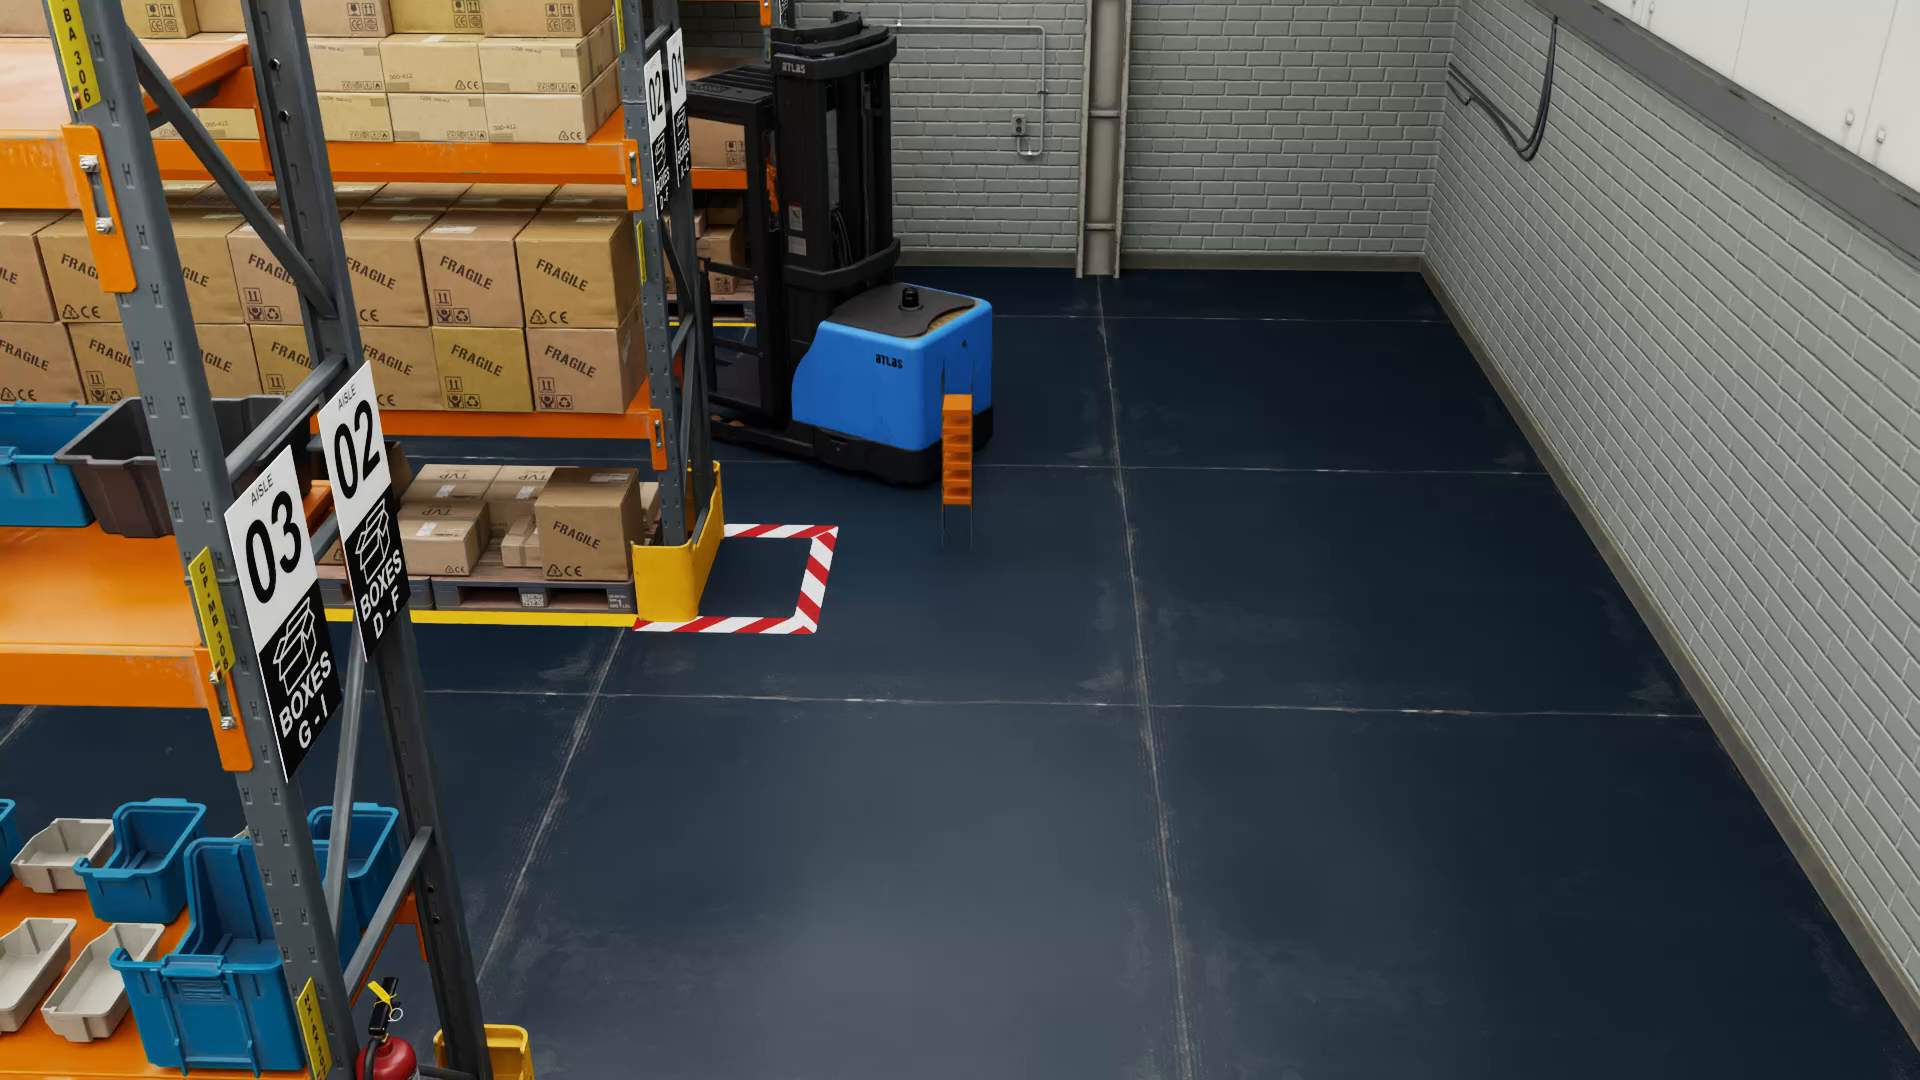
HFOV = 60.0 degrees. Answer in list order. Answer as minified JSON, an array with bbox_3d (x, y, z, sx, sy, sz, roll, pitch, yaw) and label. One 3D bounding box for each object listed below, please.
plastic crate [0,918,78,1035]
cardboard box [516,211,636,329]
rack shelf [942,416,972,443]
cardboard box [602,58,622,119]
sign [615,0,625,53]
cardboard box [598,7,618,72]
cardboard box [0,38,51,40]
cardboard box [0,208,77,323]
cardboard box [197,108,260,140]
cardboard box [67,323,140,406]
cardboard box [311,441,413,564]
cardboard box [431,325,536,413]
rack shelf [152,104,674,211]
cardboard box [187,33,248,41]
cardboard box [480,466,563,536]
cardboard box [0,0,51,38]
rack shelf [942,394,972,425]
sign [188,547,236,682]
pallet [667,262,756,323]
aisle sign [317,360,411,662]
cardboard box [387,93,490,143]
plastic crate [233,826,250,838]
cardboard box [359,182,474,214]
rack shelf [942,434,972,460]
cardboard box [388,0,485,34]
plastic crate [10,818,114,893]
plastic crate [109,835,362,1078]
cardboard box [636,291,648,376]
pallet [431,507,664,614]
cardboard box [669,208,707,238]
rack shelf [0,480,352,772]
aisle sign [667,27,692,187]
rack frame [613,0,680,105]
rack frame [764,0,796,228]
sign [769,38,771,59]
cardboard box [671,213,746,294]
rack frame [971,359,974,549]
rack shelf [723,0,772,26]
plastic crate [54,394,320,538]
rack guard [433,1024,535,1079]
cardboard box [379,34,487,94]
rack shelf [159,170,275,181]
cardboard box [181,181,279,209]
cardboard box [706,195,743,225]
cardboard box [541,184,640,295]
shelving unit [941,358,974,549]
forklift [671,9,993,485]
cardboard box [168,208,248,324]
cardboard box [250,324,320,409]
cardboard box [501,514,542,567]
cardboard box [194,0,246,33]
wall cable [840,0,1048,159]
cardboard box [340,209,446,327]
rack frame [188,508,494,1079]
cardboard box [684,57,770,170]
[{"bbox_3d":[-2.922,1.353,5.138,0.243,0.136,0.396,1,28,2],"label":"plastic crate"},{"bbox_3d":[-2.088,-1.480,9.090,0.500,0.500,0.500,1,28,1],"label":"cardboard box"},{"bbox_3d":[-0.014,-0.703,10.303,0.180,0.103,0.258,1,28,2],"label":"rack shelf"},{"bbox_3d":[-2.138,-2.502,9.149,0.500,0.250,0.500,1,28,2],"label":"cardboard box"},{"bbox_3d":[-1.673,-2.572,8.177,0.005,0.325,0.100,1,28,2],"label":"sign"},{"bbox_3d":[-2.137,-2.725,9.037,0.500,0.250,0.500,1,28,2],"label":"cardboard box"},{"bbox_3d":[-4.654,-2.529,8.668,0.500,0.250,0.500,1,28,2],"label":"cardboard box"},{"bbox_3d":[-5.170,-1.528,9.180,0.500,0.500,0.500,2,28,3],"label":"cardboard box"},{"bbox_3d":[-3.655,-2.290,8.751,0.500,0.250,0.500,1,28,2],"label":"cardboard box"},{"bbox_3d":[-4.619,-1.082,9.408,0.500,0.500,0.500,1,28,3],"label":"cardboard box"},{"bbox_3d":[-3.753,-0.244,10.128,0.637,0.503,0.797,1,28,2],"label":"cardboard box"},{"bbox_3d":[-2.609,-1.046,9.339,0.500,0.500,0.500,1,28,2],"label":"cardboard box"},{"bbox_3d":[-3.632,-2.156,9.104,4.000,0.370,1.077,1,28,2],"label":"rack shelf"},{"bbox_3d":[-3.655,-2.507,8.627,0.500,0.250,0.500,1,28,2],"label":"cardboard box"},{"bbox_3d":[-2.666,-0.245,10.400,0.500,0.250,0.500,1,28,2],"label":"cardboard box"},{"bbox_3d":[-4.649,-2.928,8.618,0.500,0.500,0.700,1,28,2],"label":"cardboard box"},{"bbox_3d":[-0.014,-0.809,10.247,0.180,0.103,0.258,1,28,2],"label":"rack shelf"},{"bbox_3d":[-1.815,0.182,4.038,0.005,0.325,0.100,1,28,2],"label":"sign"},{"bbox_3d":[-2.264,-2.178,14.559,1.213,0.211,1.003,1,28,2],"label":"pallet"},{"bbox_3d":[-1.729,-0.083,4.854,0.004,0.787,0.394,1,28,2],"label":"aisle sign"},{"bbox_3d":[-2.655,-2.273,8.717,0.500,0.250,0.500,1,28,2],"label":"cardboard box"},{"bbox_3d":[-2.365,1.091,5.632,0.298,0.136,0.250,1,28,2],"label":"plastic crate"},{"bbox_3d":[-3.090,-1.747,9.595,0.500,0.500,0.500,1,28,3],"label":"cardboard box"},{"bbox_3d":[-0.014,-0.597,10.359,0.180,0.103,0.258,1,28,2],"label":"rack shelf"},{"bbox_3d":[-2.644,-2.975,8.708,0.500,0.500,0.700,1,28,2],"label":"cardboard box"},{"bbox_3d":[-3.042,1.080,5.653,0.298,0.136,0.250,1,28,2],"label":"plastic crate"},{"bbox_3d":[-2.153,1.243,5.026,0.499,0.435,0.616,1,28,2],"label":"plastic crate"},{"bbox_3d":[-2.067,-1.290,9.799,0.500,0.500,0.500,2,28,3],"label":"cardboard box"},{"bbox_3d":[-2.506,0.103,10.256,1.213,0.211,1.003,1,28,2],"label":"pallet"},{"bbox_3d":[-2.300,-2.683,14.062,0.250,0.149,0.380,1,28,1],"label":"cardboard box"},{"bbox_3d":[-3.811,0.163,4.731,4.000,0.370,1.077,1,28,2],"label":"rack shelf"},{"bbox_3d":[-1.555,-2.400,9.224,0.004,0.787,0.394,1,28,2],"label":"aisle sign"},{"bbox_3d":[-1.633,-3.766,8.171,0.127,3.000,1.000,1,28,2],"label":"rack frame"},{"bbox_3d":[-1.462,-3.434,13.950,0.127,3.000,1.000,1,28,2],"label":"rack frame"},{"bbox_3d":[-1.495,-3.796,13.145,0.005,0.325,0.100,1,28,2],"label":"sign"},{"bbox_3d":[-2.165,-2.480,14.371,0.500,0.500,0.700,1,28,2],"label":"cardboard box"},{"bbox_3d":[0.077,-0.529,10.392,0.006,1.200,0.240,1,28,2],"label":"rack frame"},{"bbox_3d":[-3.461,-4.474,13.479,4.000,0.370,1.077,1,28,2],"label":"rack shelf"},{"bbox_3d":[-2.187,-0.201,4.789,0.590,0.269,0.497,1,28,2],"label":"plastic crate"},{"bbox_3d":[-1.787,2.302,5.799,0.348,0.500,1.175,1,28,2],"label":"rack guard"},{"bbox_3d":[-2.655,-2.492,8.598,0.500,0.250,0.500,1,28,2],"label":"cardboard box"},{"bbox_3d":[-7.458,-3.215,14.306,4.000,0.370,1.077,1,28,2],"label":"rack shelf"},{"bbox_3d":[-4.101,-1.764,9.627,0.500,0.500,0.500,1,28,2],"label":"cardboard box"},{"bbox_3d":[-2.033,-2.858,14.392,0.250,0.149,0.380,1,28,2],"label":"cardboard box"},{"bbox_3d":[-2.067,-1.732,9.565,0.500,0.500,0.500,2,28,3],"label":"cardboard box"},{"bbox_3d":[-0.014,-0.530,10.395,0.189,1.200,0.258,1,28,2],"label":"shelving unit"},{"bbox_3d":[-1.284,-2.178,11.655,3.031,2.935,1.130,16,32,28],"label":"forklift"},{"bbox_3d":[-4.140,-1.511,9.148,0.500,0.500,0.500,0,28,0],"label":"cardboard box"},{"bbox_3d":[-3.611,-1.065,9.376,0.500,0.500,0.500,1,28,1],"label":"cardboard box"},{"bbox_3d":[-2.587,0.000,10.028,0.250,0.166,0.380,1,28,2],"label":"cardboard box"},{"bbox_3d":[-3.644,-2.985,8.727,0.500,0.500,0.700,1,28,2],"label":"cardboard box"},{"bbox_3d":[-0.149,-4.304,14.508,1.851,1.984,0.084,1,28,2],"label":"wall cable"},{"bbox_3d":[-3.111,-1.494,9.117,0.500,0.500,0.500,2,28,3],"label":"cardboard box"},{"bbox_3d":[-1.812,1.203,5.203,0.127,3.000,1.000,1,28,2],"label":"rack frame"},{"bbox_3d":[-1.972,-3.570,13.887,0.700,0.700,0.980,2,28,4],"label":"cardboard box"}]
